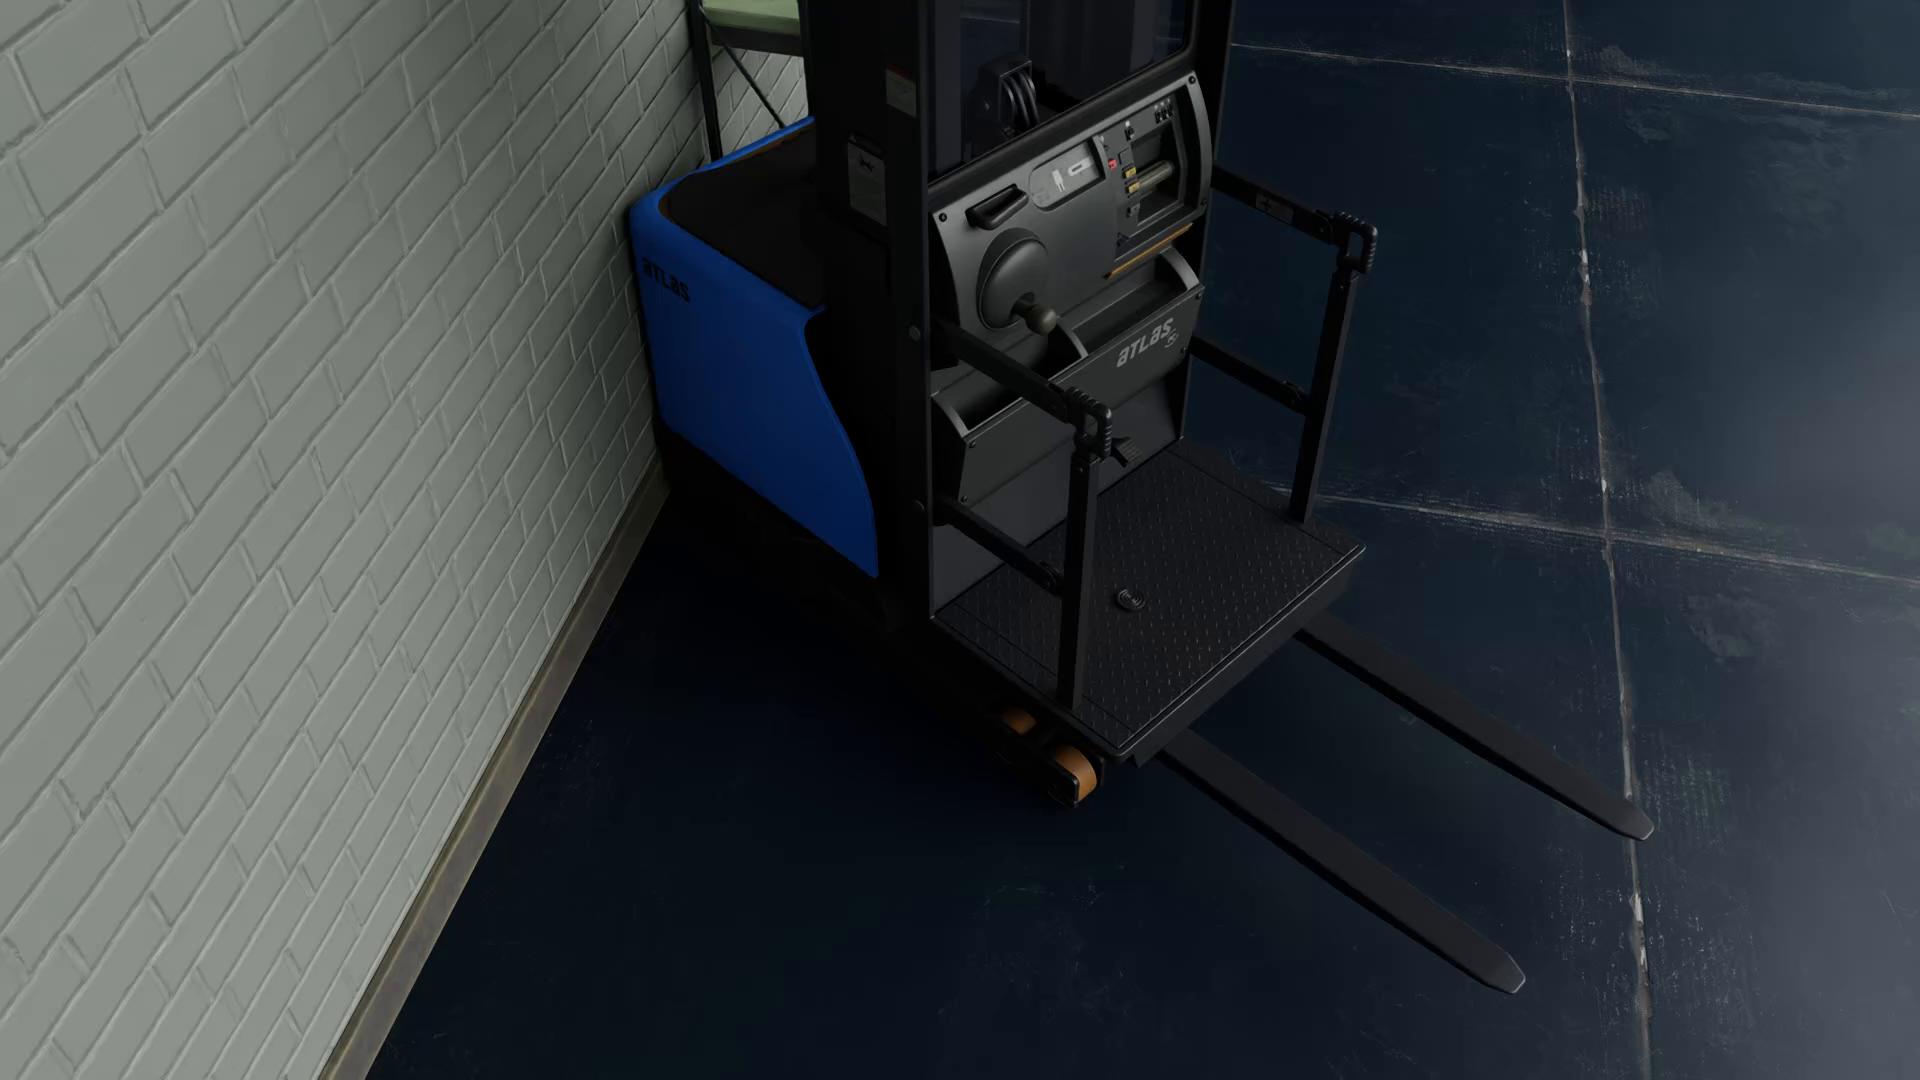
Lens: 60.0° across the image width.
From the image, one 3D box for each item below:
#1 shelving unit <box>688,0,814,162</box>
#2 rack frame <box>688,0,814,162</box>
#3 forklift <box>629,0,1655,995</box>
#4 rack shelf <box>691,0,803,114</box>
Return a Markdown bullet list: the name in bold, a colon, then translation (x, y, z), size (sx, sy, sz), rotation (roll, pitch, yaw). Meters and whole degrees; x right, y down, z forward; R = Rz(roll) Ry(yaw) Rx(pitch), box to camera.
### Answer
- **shelving unit**: translation (-0.468, -1.353, 5.536), size (0.431, 1.500, 0.755), rotation (13, 42, 17)
- **rack frame**: translation (-0.601, -1.130, 5.278), size (0.400, 1.500, 0.023), rotation (13, 42, 17)
- **forklift**: translation (0.441, -0.751, 3.916), size (3.031, 2.935, 1.130), rotation (35, 54, 31)
- **rack shelf**: translation (-0.481, -1.651, 5.284), size (0.431, 0.370, 0.720), rotation (13, 42, 17)
